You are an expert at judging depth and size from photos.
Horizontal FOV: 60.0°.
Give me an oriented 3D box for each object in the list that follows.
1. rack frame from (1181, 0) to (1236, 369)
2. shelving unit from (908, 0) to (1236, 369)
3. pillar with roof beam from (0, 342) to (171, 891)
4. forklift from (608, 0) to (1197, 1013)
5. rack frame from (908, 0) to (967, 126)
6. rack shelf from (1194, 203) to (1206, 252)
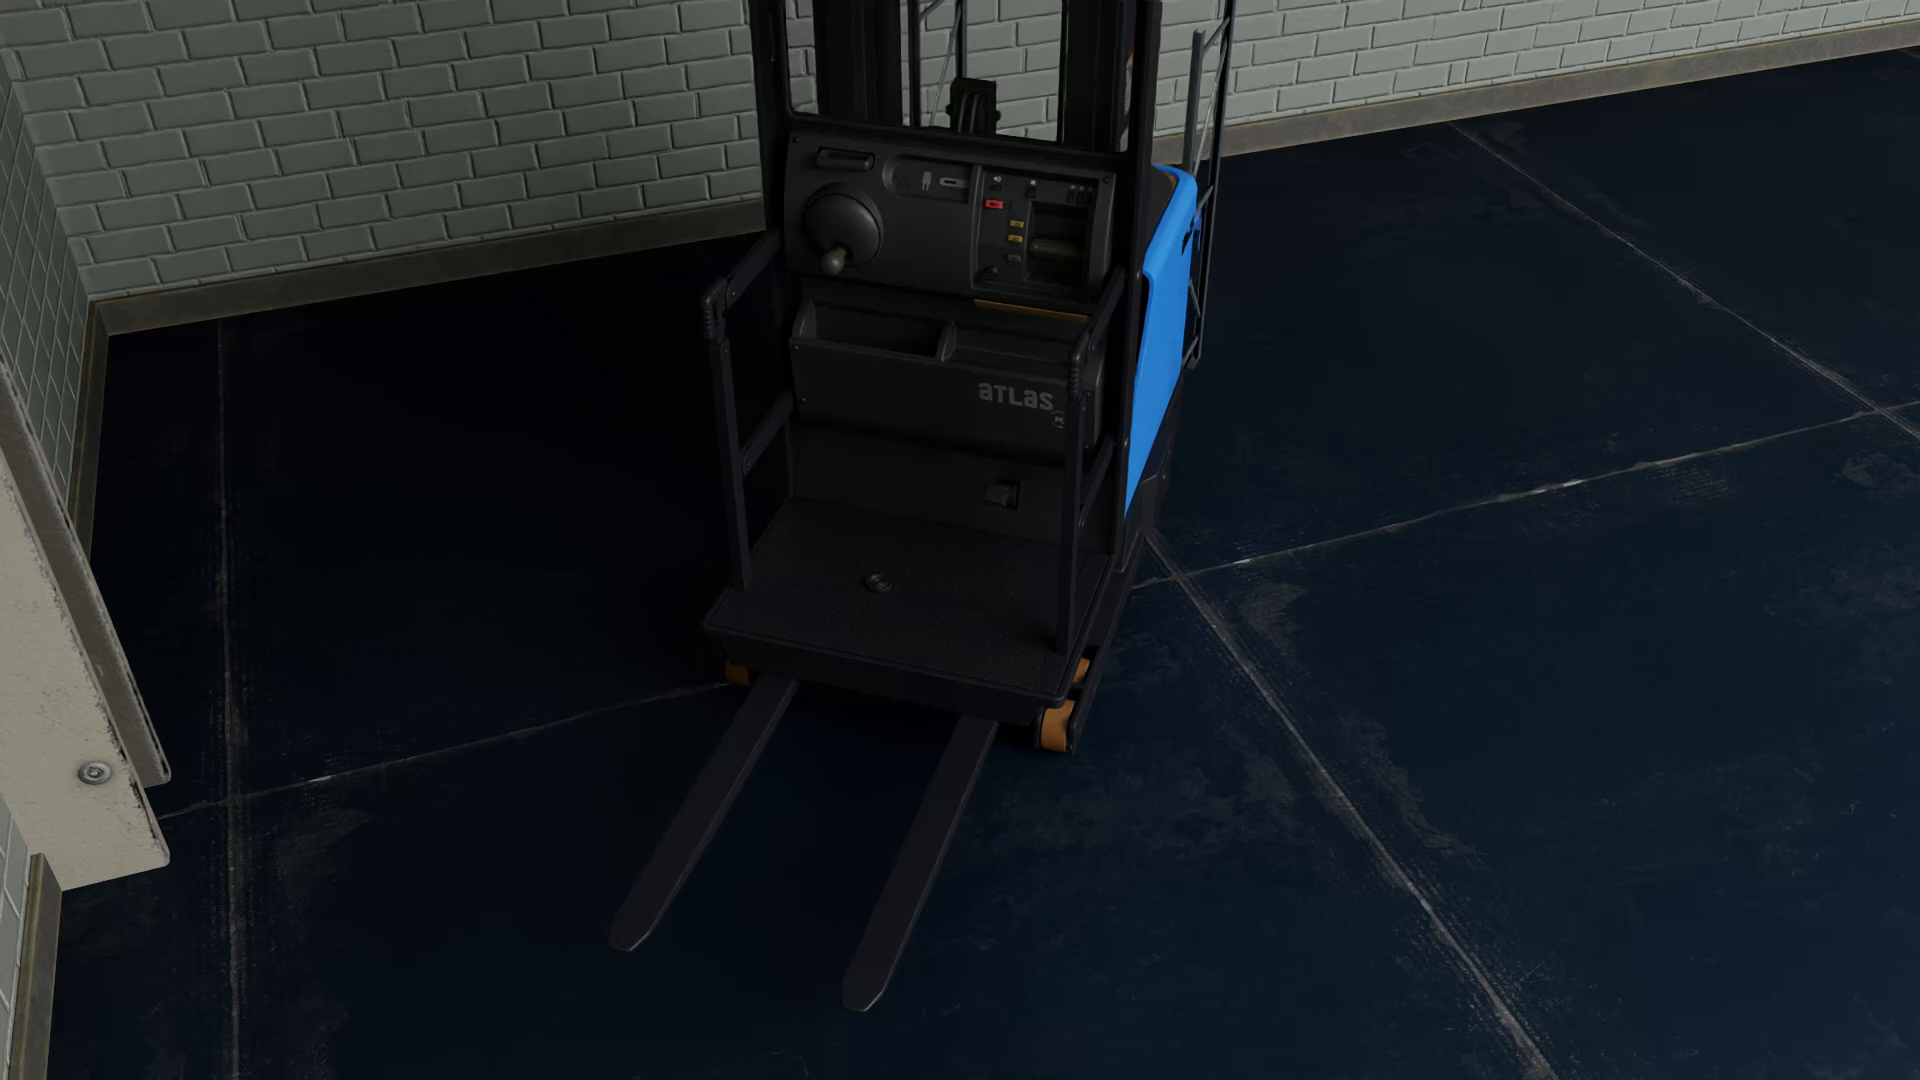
[{"bbox_3d":[0.871,-1.208,6.107,0.032,1.500,0.500,13,39,17],"label":"rack frame"},{"bbox_3d":[0.397,-1.318,6.253,1.048,1.500,0.538,13,39,17],"label":"shelving unit"},{"bbox_3d":[1.657,-3.674,3.148,9.100,9.000,0.400,-12,39,-16],"label":"pillar with roof beam"},{"bbox_3d":[-0.100,-0.813,4.393,1.130,2.935,3.031,10,38,13],"label":"forklift"},{"bbox_3d":[-0.077,-1.428,6.400,0.032,1.500,0.500,13,39,17],"label":"rack frame"},{"bbox_3d":[0.397,-1.174,6.361,1.000,0.185,0.538,13,39,17],"label":"rack shelf"}]
